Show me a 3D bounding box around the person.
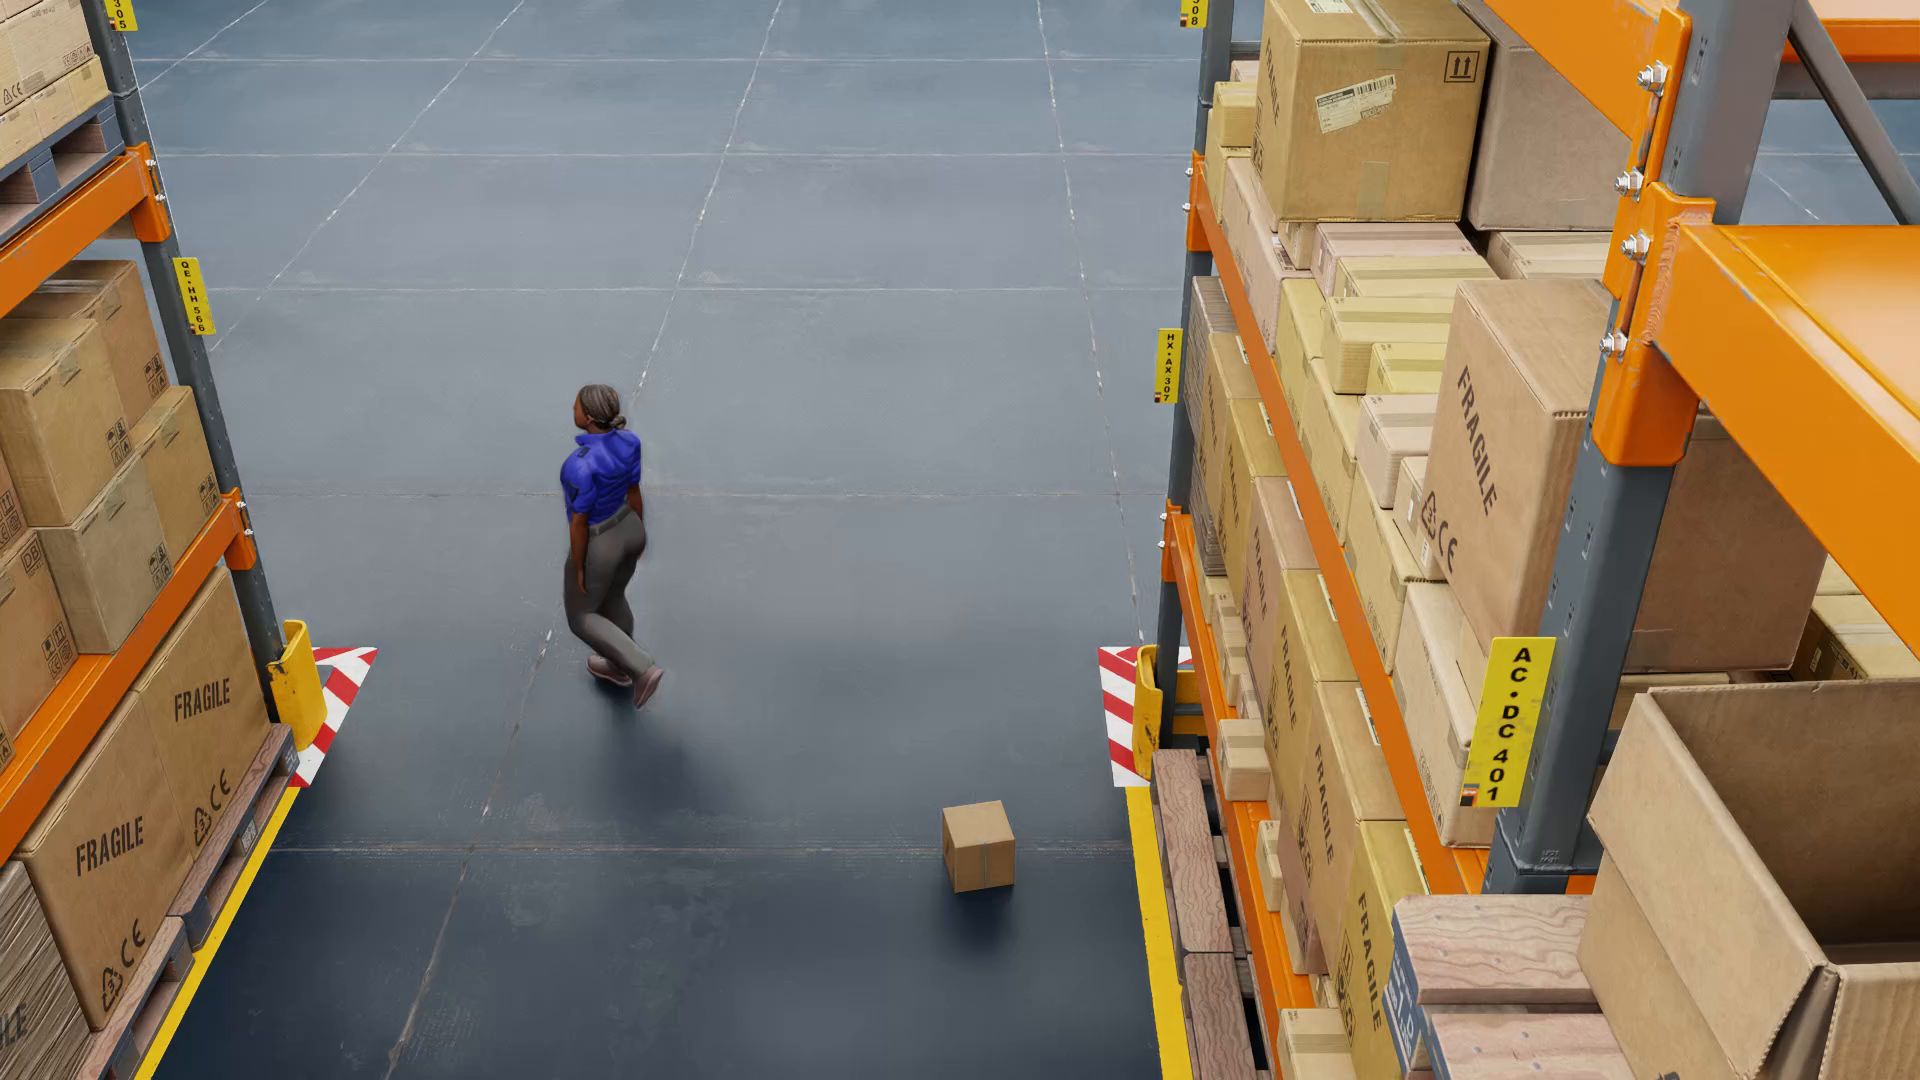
[{"bbox_3d":[-1.585,0.032,7.556,0.619,1.631,0.460,17,36,26],"label":"person"}]
